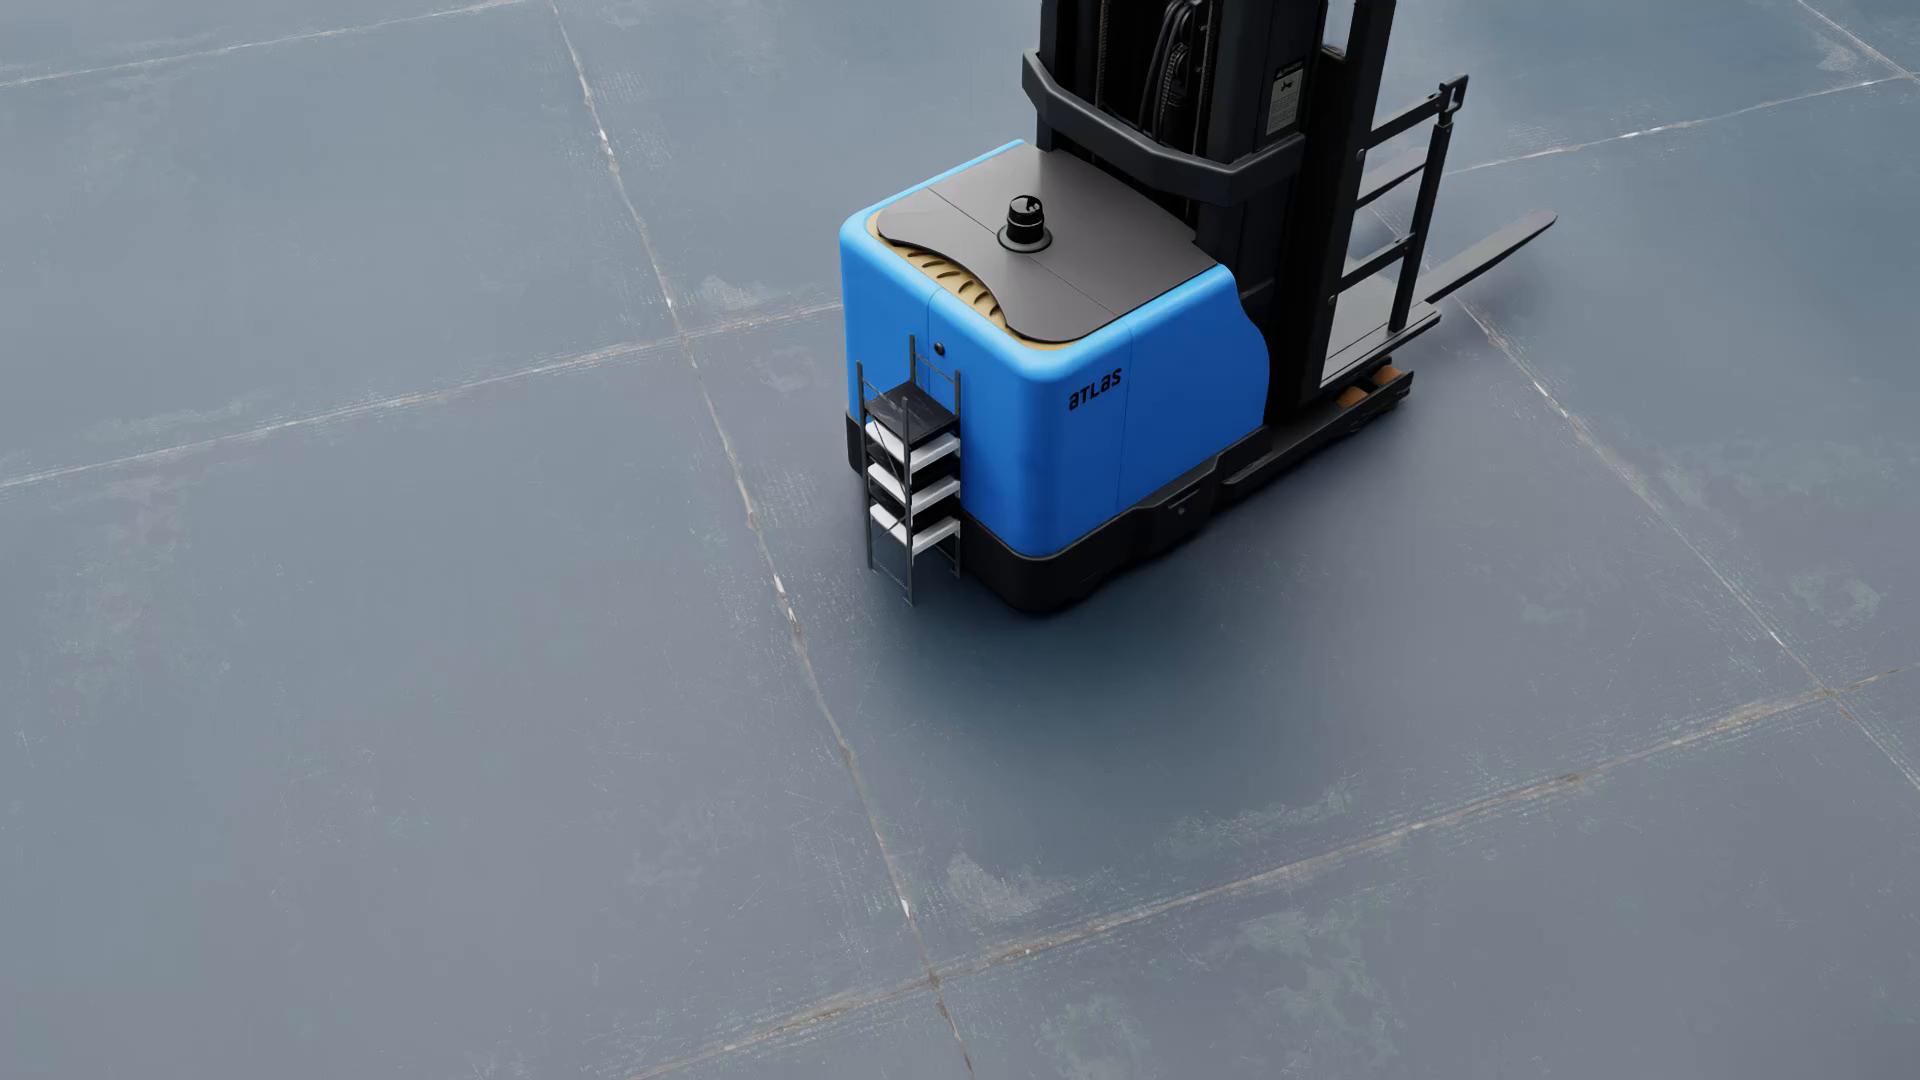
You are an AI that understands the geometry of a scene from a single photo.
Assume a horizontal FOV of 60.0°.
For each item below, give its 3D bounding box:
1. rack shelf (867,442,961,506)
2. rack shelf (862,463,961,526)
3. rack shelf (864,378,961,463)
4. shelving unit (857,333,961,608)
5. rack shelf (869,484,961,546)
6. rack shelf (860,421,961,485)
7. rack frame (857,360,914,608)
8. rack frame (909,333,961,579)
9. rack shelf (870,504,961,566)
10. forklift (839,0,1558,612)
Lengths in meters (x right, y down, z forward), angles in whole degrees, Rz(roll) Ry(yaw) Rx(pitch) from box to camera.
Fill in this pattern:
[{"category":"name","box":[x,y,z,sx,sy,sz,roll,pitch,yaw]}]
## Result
[{"category":"rack shelf","box":[-0.155,-0.246,5.280,0.200,0.077,0.258,-31,53,-27]},{"category":"rack shelf","box":[-0.155,-0.182,5.343,0.200,0.077,0.258,-31,53,-27]},{"category":"rack shelf","box":[-0.155,-0.373,5.152,0.200,0.077,0.258,-31,53,-27]},{"category":"shelving unit","box":[-0.155,-0.206,5.320,0.210,0.900,0.258,-31,53,-27]},{"category":"rack shelf","box":[-0.155,-0.119,5.407,0.200,0.077,0.258,-31,53,-27]},{"category":"rack shelf","box":[-0.155,-0.309,5.216,0.200,0.077,0.258,-31,53,-27]},{"category":"rack frame","box":[-0.233,-0.159,5.274,0.006,0.900,0.240,-31,53,-27]},{"category":"rack frame","box":[-0.077,-0.252,5.366,0.006,0.900,0.240,-31,53,-27]},{"category":"rack shelf","box":[-0.155,-0.055,5.471,0.200,0.077,0.258,-31,53,-27]},{"category":"forklift","box":[1.056,-1.692,5.367,3.031,2.935,1.130,-31,53,-27]}]
